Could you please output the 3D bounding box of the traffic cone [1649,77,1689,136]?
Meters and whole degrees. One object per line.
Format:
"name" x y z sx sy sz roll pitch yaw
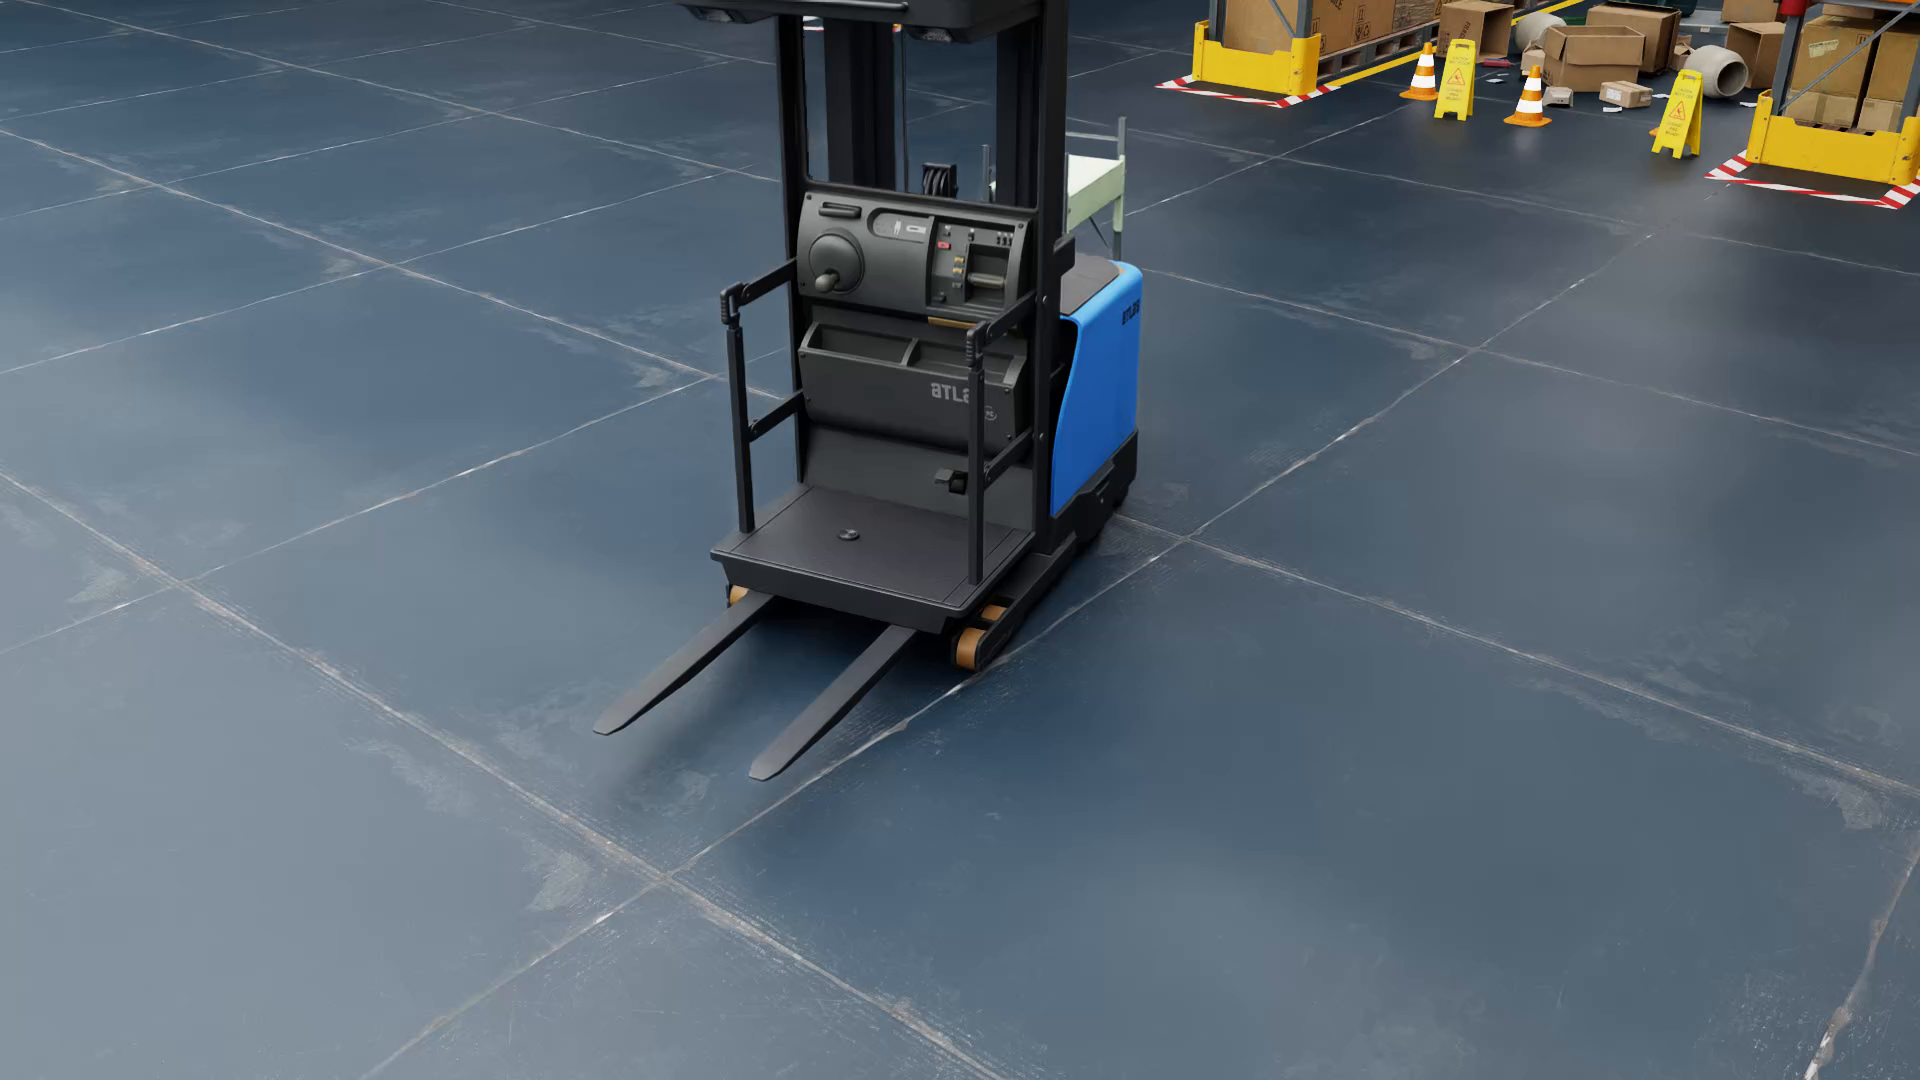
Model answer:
"traffic cone" 5.891 -3.554 13.617 0.336 0.463 0.334 21 34 34

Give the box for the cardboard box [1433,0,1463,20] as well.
"cardboard box" 4.820 -6.021 17.479 0.875 0.875 0.875 21 34 35

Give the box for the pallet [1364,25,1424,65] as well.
"pallet" 3.954 -5.061 16.803 1.003 0.211 1.213 21 34 34

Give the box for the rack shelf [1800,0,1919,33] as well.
"rack shelf" 7.885 -4.541 13.547 1.077 0.370 4.000 21 34 34

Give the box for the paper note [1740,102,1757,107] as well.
"paper note" 6.953 -3.842 14.643 0.142 0.019 0.148 9 29 17

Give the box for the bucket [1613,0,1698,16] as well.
"bucket" 6.966 -5.480 16.486 0.620 0.611 0.726 -5 26 -32

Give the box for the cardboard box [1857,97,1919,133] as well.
"cardboard box" 7.340 -3.322 12.942 0.500 0.250 0.500 20 34 34

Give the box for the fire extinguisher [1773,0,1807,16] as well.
"fire extinguisher" 6.185 -4.211 12.210 0.296 0.674 0.183 21 34 34

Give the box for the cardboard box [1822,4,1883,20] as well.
"cardboard box" 7.103 -4.248 13.210 0.380 0.149 0.250 22 35 36

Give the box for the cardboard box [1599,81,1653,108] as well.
"cardboard box" 5.888 -3.940 14.705 0.250 0.149 0.380 -10 29 -18

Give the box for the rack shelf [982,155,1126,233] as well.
"rack shelf" 0.446 -1.554 7.773 0.431 0.370 0.720 12 30 22

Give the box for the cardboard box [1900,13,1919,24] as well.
"cardboard box" 7.684 -3.850 13.148 0.500 0.500 0.500 19 33 33

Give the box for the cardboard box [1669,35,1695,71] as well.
"cardboard box" 6.983 -4.694 16.034 0.258 0.266 0.396 0 27 0

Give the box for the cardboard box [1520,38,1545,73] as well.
"cardboard box" 5.602 -4.619 15.889 0.258 0.266 0.396 -21 34 -35

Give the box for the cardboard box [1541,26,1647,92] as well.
"cardboard box" 5.777 -4.405 15.218 0.797 0.503 0.637 0 27 0

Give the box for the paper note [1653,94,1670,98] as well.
"paper note" 6.335 -4.002 14.965 0.142 0.019 0.148 -15 31 -27

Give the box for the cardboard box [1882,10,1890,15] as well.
"cardboard box" 7.266 -4.336 13.381 0.380 0.149 0.250 21 34 35

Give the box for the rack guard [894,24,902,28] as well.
"rack guard" -0.985 -5.965 18.236 1.175 0.500 0.348 21 34 34

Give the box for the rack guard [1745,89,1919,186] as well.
"rack guard" 6.662 -3.068 12.637 1.175 0.500 0.348 21 34 34

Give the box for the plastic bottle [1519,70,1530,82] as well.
"plastic bottle" 5.333 -4.364 15.618 0.133 0.061 0.283 9 29 17

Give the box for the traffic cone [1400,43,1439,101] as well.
"traffic cone" 4.163 -4.209 14.882 0.336 0.463 0.334 21 34 34

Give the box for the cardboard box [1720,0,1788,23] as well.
"cardboard box" 7.765 -5.305 16.137 0.500 0.500 0.500 21 34 34

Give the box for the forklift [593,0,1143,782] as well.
"forklift" -0.277 -1.033 6.057 1.130 2.935 3.031 12 30 22

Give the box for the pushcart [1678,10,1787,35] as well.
"pushcart" 7.366 -5.054 16.608 1.648 0.377 0.936 9 29 17

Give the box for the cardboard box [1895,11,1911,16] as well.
"cardboard box" 7.577 -4.173 13.771 0.500 0.500 0.500 20 33 33

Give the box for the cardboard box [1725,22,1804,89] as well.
"cardboard box" 7.426 -4.478 15.360 0.500 0.500 0.500 -5 28 -9

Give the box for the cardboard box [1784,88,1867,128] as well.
"cardboard box" 6.935 -3.491 13.268 0.500 0.250 0.500 21 34 34

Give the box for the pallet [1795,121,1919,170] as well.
"pallet" 7.206 -3.218 13.240 1.003 0.211 1.213 21 34 34

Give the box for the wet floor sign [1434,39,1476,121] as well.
"wet floor sign" 4.239 -3.928 14.140 0.267 0.644 0.232 15 31 26

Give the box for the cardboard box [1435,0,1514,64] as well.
"cardboard box" 5.078 -5.021 16.409 0.500 0.500 0.500 -21 34 -35

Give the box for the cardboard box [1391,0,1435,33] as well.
"cardboard box" 4.249 -5.700 16.859 0.875 0.875 0.875 21 34 35

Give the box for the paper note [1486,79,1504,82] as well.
"paper note" 5.010 -4.288 15.507 0.142 0.017 0.144 -15 31 -27

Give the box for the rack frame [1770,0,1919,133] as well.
"rack frame" 6.613 -4.152 12.011 1.000 3.000 0.127 21 34 34

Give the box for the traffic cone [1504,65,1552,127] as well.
"traffic cone" 4.819 -3.758 14.011 0.336 0.463 0.334 21 34 34

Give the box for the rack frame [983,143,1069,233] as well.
"rack frame" 0.289 -1.056 7.658 0.400 1.500 0.023 12 30 22

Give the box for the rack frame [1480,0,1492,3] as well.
"rack frame" 5.274 -6.981 17.479 1.000 3.000 0.127 21 34 34

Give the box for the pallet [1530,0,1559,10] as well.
"pallet" 6.482 -6.472 19.531 1.003 0.211 1.213 21 34 34

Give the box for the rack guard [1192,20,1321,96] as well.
"rack guard" 2.714 -4.444 15.296 1.175 0.500 0.348 21 34 34

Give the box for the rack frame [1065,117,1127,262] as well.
"rack frame" 0.602 -1.360 8.246 0.400 1.500 0.023 12 30 22

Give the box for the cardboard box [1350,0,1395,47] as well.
"cardboard box" 3.668 -5.378 16.236 0.875 0.875 0.875 20 34 34

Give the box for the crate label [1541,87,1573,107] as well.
"crate label" 5.271 -3.910 14.660 0.250 0.136 0.298 4 28 8

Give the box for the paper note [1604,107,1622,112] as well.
"paper note" 5.679 -3.750 14.465 0.148 0.019 0.142 9 29 17

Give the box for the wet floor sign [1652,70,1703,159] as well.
"wet floor sign" 5.667 -3.351 13.026 0.232 0.644 0.267 -15 31 -27

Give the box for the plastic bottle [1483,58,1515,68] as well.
"plastic bottle" 5.227 -4.621 16.116 0.283 0.061 0.133 9 29 17

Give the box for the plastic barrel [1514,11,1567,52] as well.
"plastic barrel" 5.736 -4.986 16.427 0.421 0.421 0.512 -5 28 -9

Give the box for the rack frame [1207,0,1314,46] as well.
"rack frame" 2.729 -5.562 14.738 1.000 3.000 0.127 21 34 34

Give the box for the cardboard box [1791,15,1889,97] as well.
"cardboard box" 6.922 -3.810 13.070 0.500 0.500 0.500 21 34 35

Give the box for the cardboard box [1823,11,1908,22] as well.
"cardboard box" 7.251 -3.996 13.430 0.500 0.500 0.500 22 35 36

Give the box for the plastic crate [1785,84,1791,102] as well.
"plastic crate" 7.526 -3.956 14.810 0.402 0.080 0.583 9 29 17

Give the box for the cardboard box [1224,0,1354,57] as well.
"cardboard box" 3.110 -5.065 15.632 0.875 0.875 0.875 21 34 35

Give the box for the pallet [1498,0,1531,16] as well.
"pallet" 5.706 -6.038 18.691 1.003 0.211 1.213 21 34 34

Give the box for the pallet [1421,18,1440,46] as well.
"pallet" 4.730 -5.495 17.643 1.003 0.211 1.213 21 34 34

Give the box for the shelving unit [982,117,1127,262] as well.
"shelving unit" 0.446 -1.208 7.952 0.431 1.500 0.755 12 30 22

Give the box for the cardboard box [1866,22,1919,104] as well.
"cardboard box" 7.354 -3.664 12.787 0.500 0.500 0.500 19 33 33

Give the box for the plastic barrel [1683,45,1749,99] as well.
"plastic barrel" 6.759 -4.182 14.873 0.421 0.421 0.512 -5 28 -9

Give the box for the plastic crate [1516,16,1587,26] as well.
"plastic crate" 6.174 -5.313 17.253 0.662 0.188 0.450 -10 19 -18

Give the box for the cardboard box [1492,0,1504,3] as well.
"cardboard box" 5.599 -6.414 18.376 1.050 0.750 0.750 21 34 34

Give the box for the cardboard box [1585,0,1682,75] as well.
"cardboard box" 6.365 -4.800 15.833 0.797 0.637 0.503 21 34 34

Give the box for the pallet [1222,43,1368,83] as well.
"pallet" 3.178 -4.630 15.971 1.003 0.211 1.213 21 34 34
